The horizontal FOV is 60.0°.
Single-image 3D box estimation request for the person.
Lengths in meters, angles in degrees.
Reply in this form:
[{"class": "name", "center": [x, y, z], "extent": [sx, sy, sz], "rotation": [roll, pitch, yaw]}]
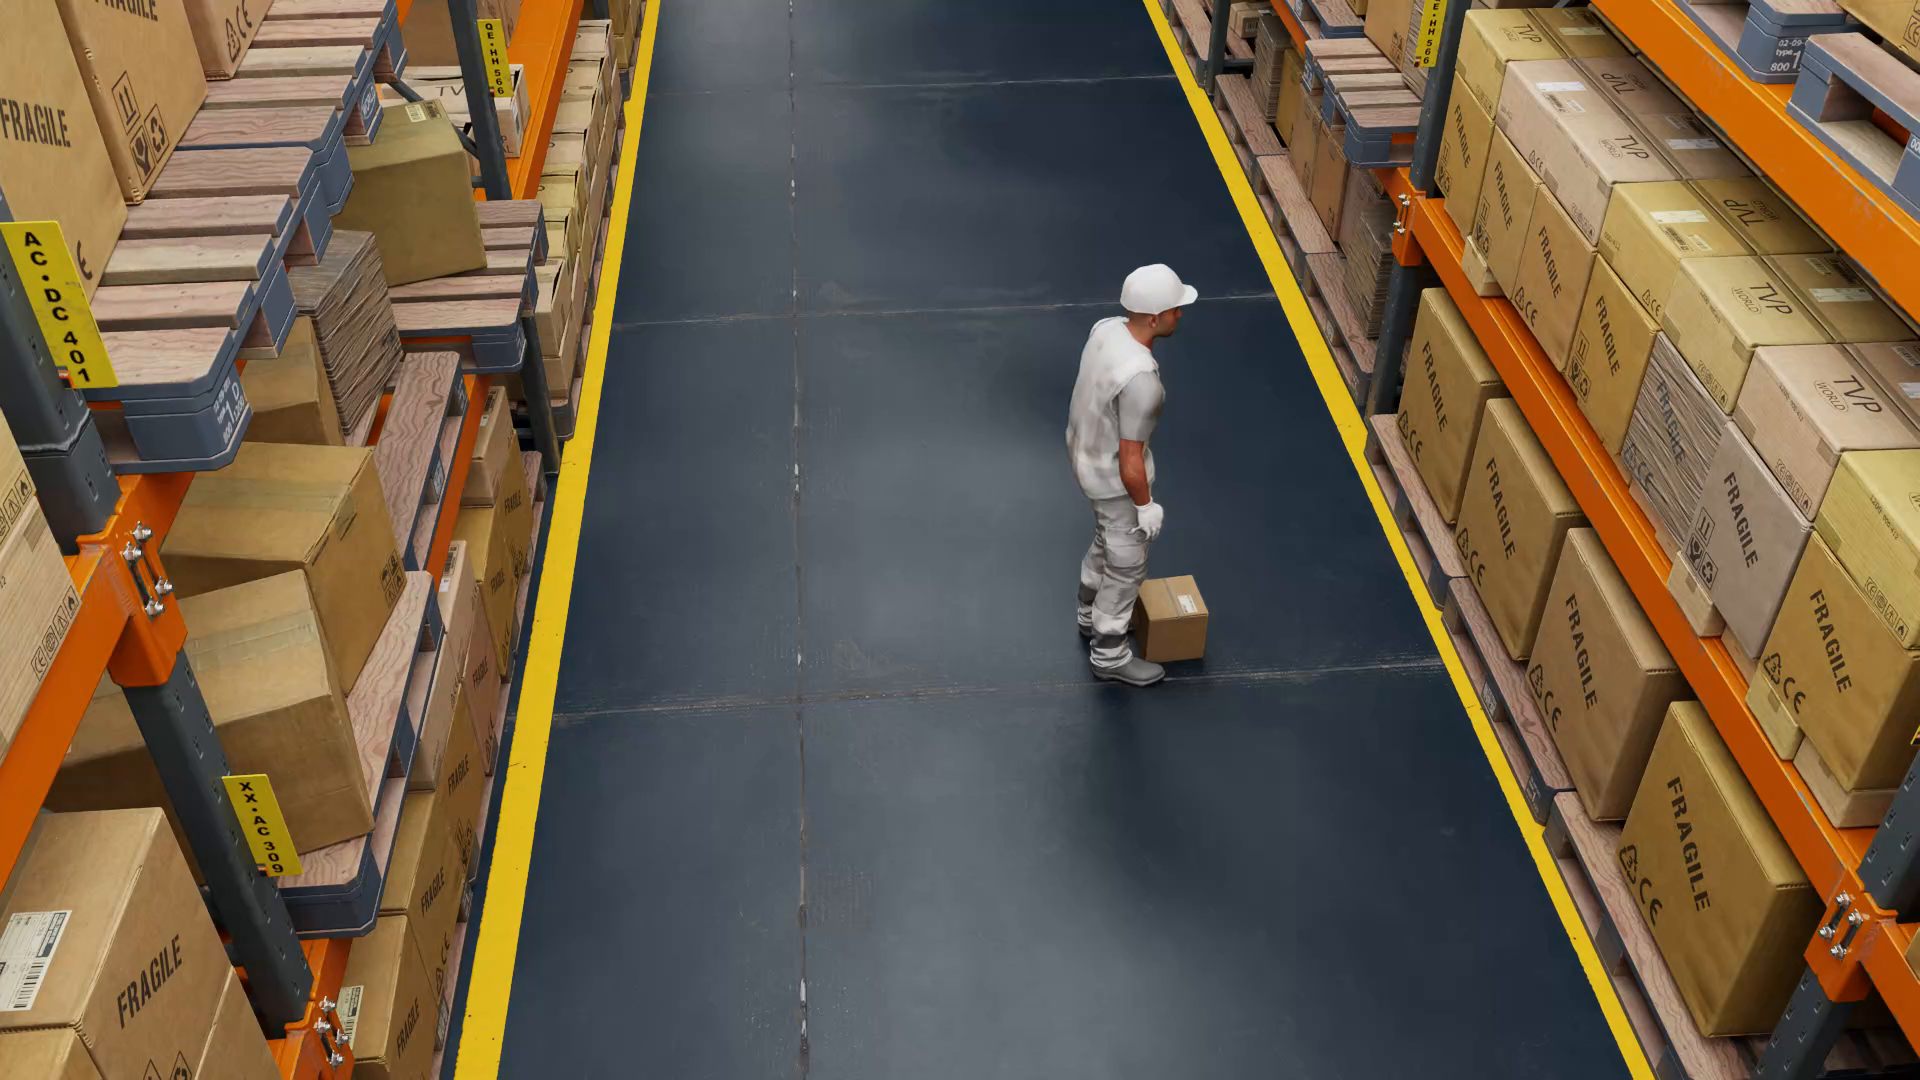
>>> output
[{"class": "person", "center": [0.643, -0.261, 6.466], "extent": [0.445, 1.781, 0.621], "rotation": [-5, 39, -6]}]
